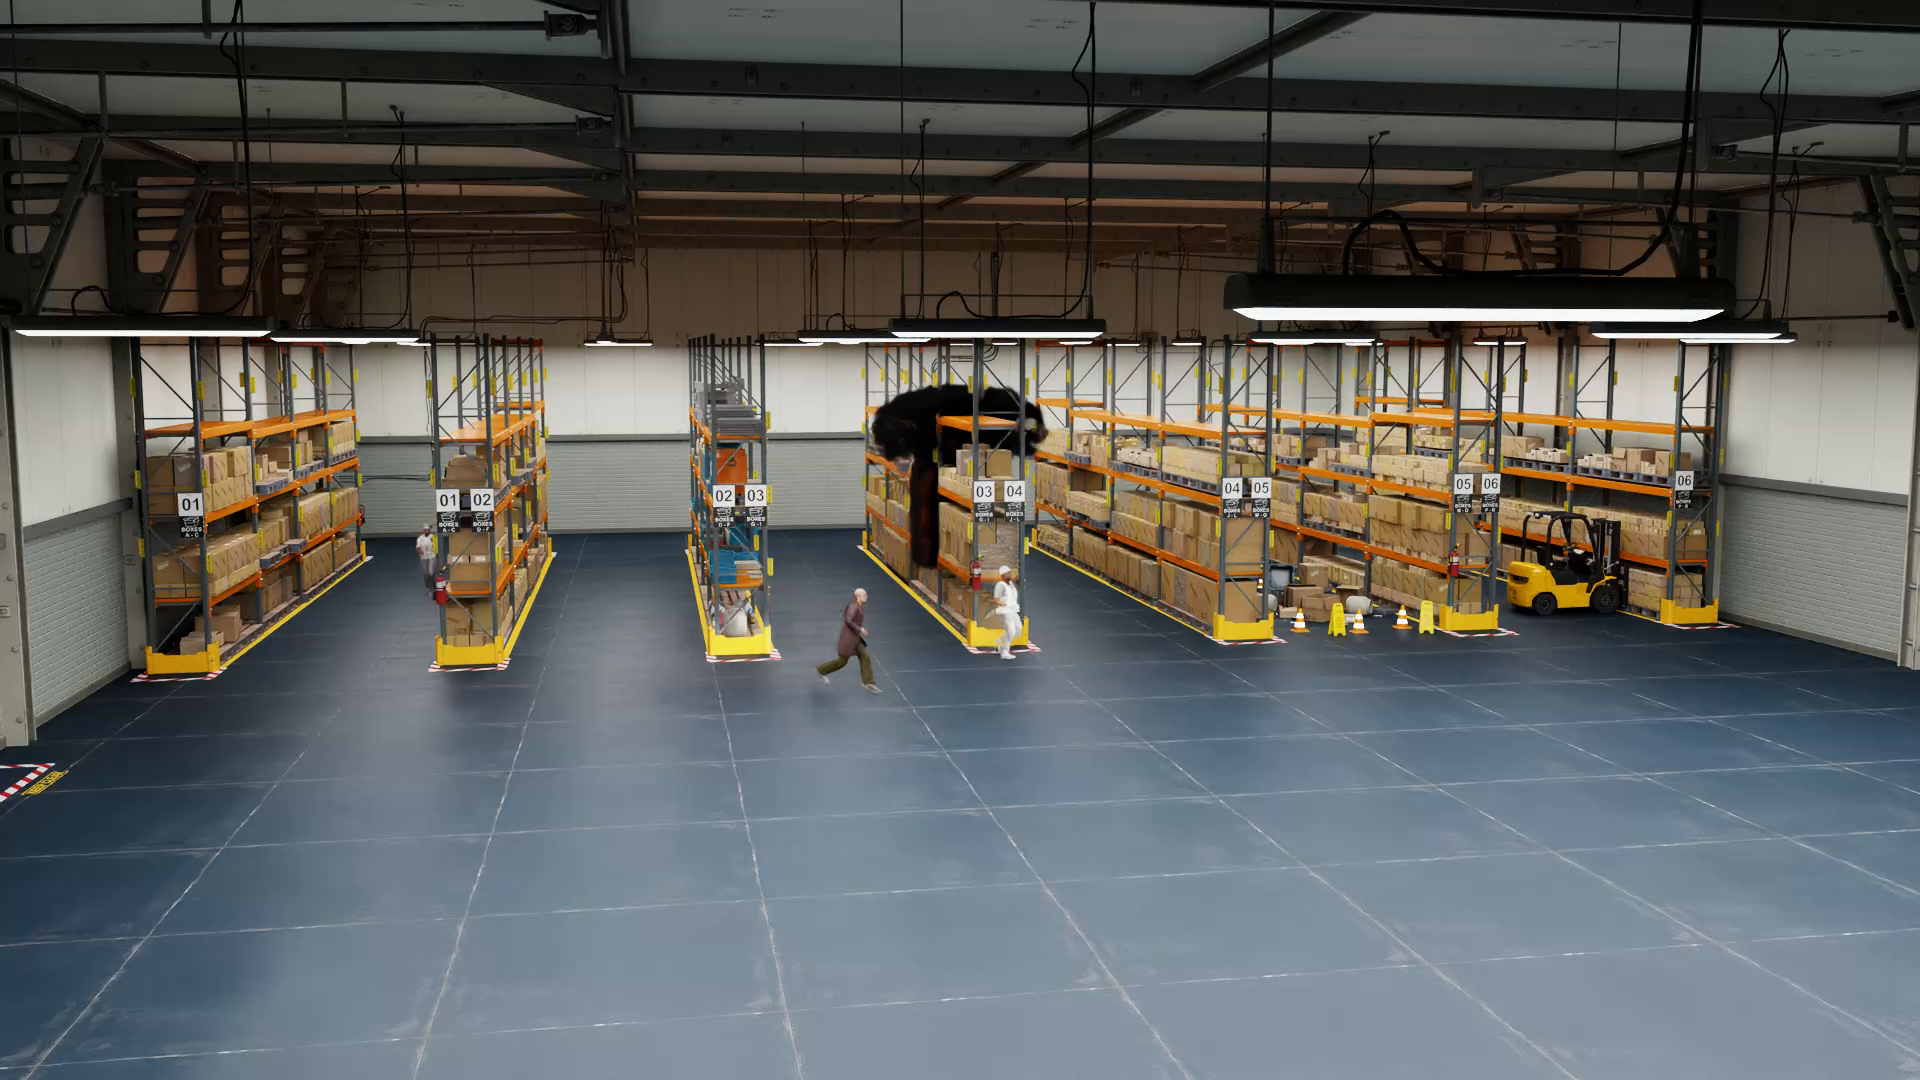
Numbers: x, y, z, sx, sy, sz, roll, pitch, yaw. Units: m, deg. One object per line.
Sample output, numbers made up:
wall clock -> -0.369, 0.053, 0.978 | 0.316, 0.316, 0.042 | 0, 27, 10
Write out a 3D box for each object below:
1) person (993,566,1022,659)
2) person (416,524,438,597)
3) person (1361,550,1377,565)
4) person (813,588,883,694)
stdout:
person -> 0.884, 1.340, 30.753 | 0.613, 1.735, 0.676 | 3, 7, 27
person -> -12.370, 0.435, 38.693 | 0.524, 1.666, 0.767 | 0, 7, -4
person -> 10.609, -0.058, 43.011 | 0.688, 1.712, 0.639 | -2, 7, -13
person -> -1.875, 1.688, 27.738 | 1.184, 1.778, 0.713 | 1, 7, 10
